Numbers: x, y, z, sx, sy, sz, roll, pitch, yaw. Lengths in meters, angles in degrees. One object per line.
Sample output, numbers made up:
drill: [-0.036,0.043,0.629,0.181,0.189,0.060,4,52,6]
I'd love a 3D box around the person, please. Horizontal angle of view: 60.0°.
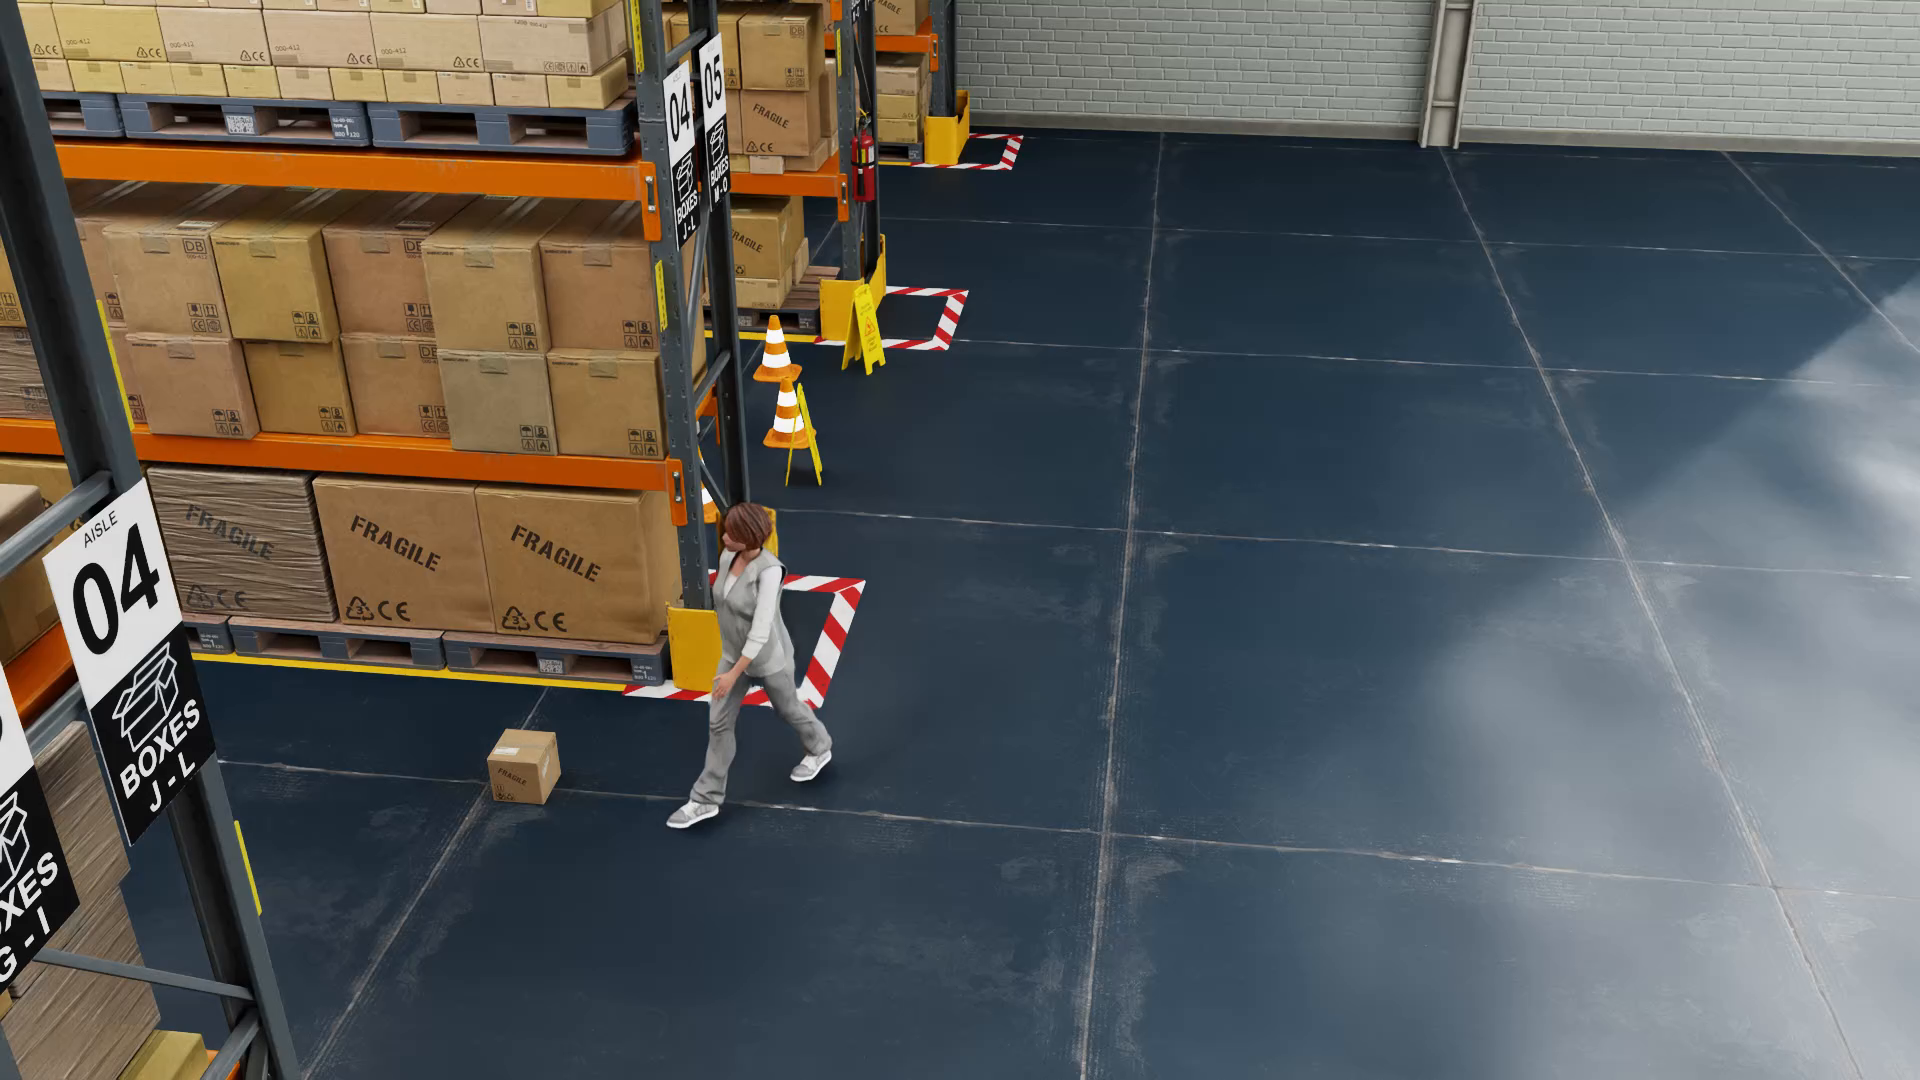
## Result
person: [-0.994,0.546,7.616,0.417,1.540,0.928,24,37,37]
